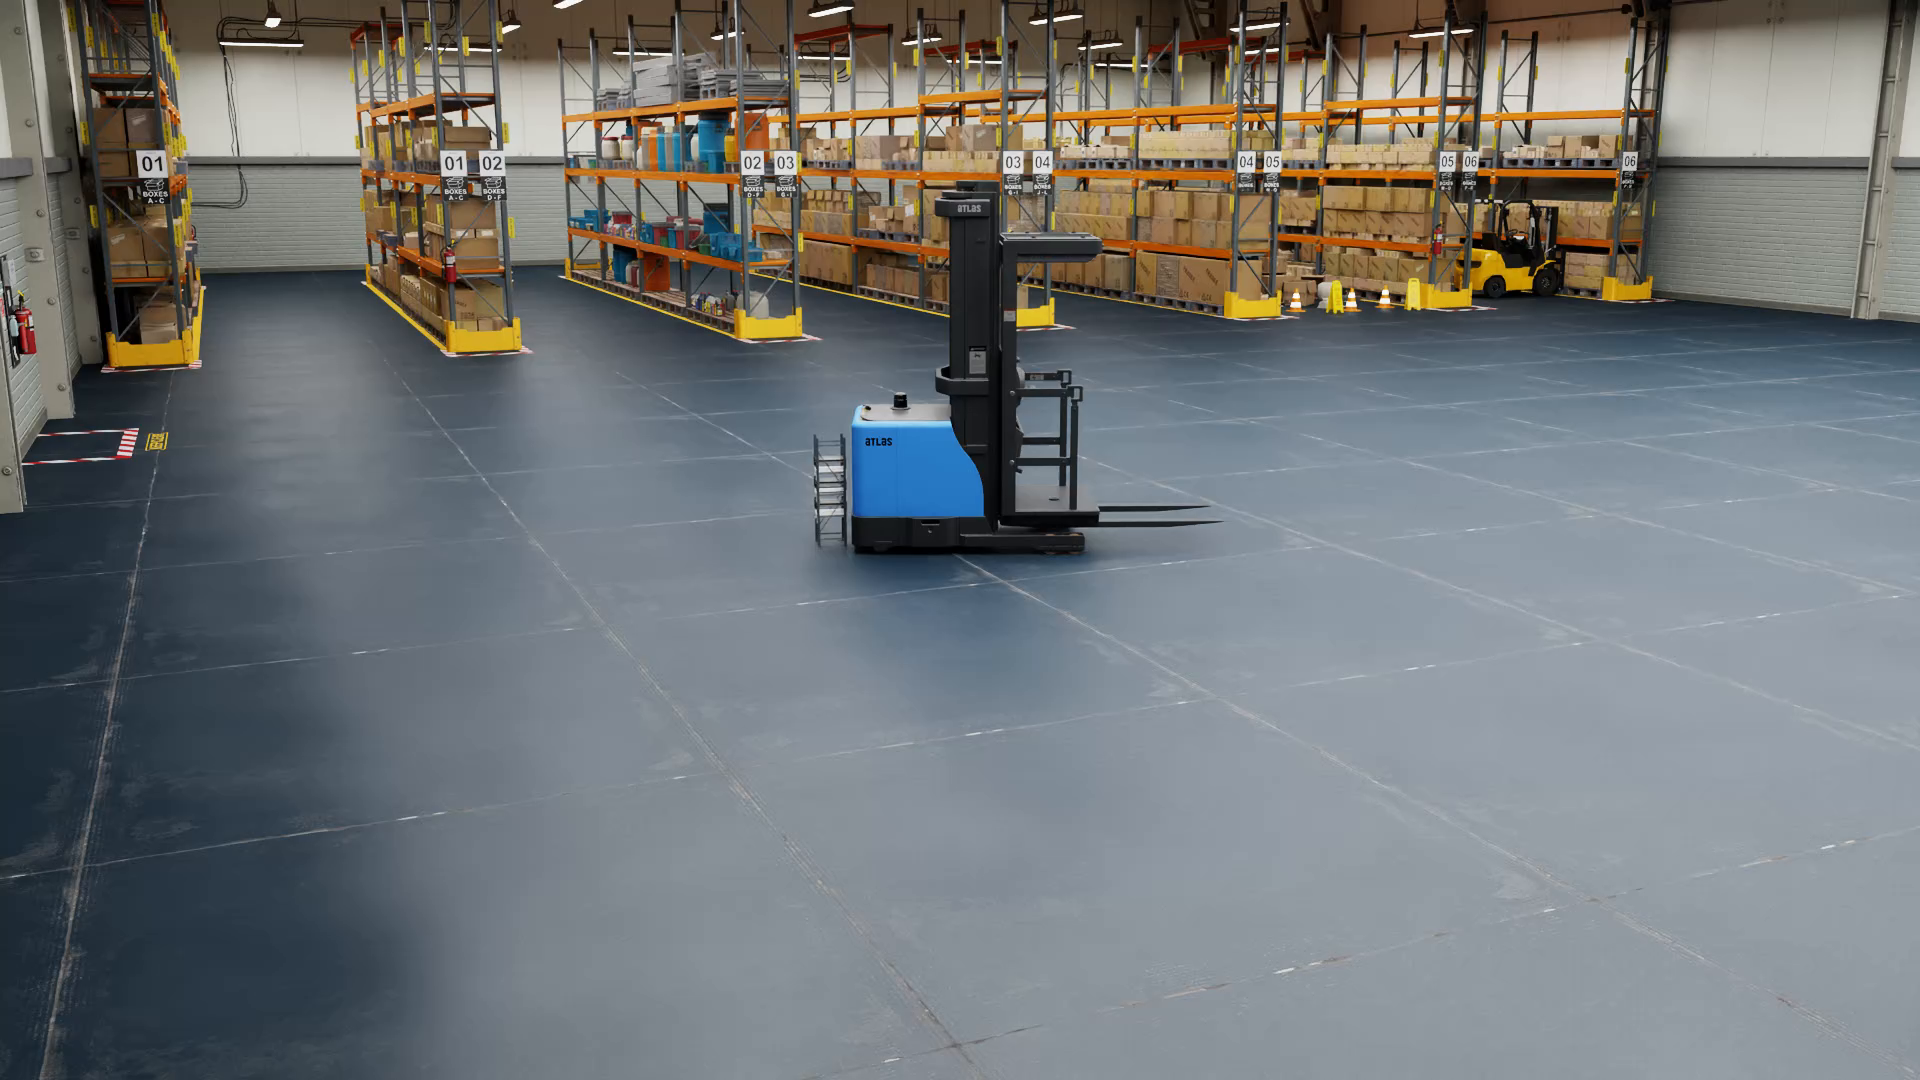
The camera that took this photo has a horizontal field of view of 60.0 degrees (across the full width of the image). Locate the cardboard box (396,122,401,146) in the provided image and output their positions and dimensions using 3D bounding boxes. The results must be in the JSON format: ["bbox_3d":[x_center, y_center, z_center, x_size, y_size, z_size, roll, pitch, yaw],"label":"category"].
[{"bbox_3d":[-11.430,-8.447,34.625,0.500,0.500,0.500,-6,14,-23],"label":"cardboard box"}]

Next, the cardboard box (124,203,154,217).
[{"bbox_3d":[-16.013,-6.445,32.475,0.500,0.250,0.500,-5,14,-21],"label":"cardboard box"}]

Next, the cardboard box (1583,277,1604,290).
[{"bbox_3d":[14.376,-5.773,37.328,0.500,0.250,0.500,-6,14,-23],"label":"cardboard box"}]

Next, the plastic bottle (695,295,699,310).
[{"bbox_3d":[-5.033,-4.592,32.123,0.152,0.276,0.135,-5,14,-21],"label":"plastic bottle"}]

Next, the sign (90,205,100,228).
[{"bbox_3d":[-12.906,-4.825,24.797,0.100,0.325,0.005,-6,14,-23],"label":"sign"}]

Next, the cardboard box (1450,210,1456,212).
[{"bbox_3d":[12.408,-8.127,41.554,0.500,0.250,0.500,-5,14,-22],"label":"cardboard box"}]

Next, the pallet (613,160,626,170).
[{"bbox_3d":[-7.258,-8.509,37.750,1.003,0.211,1.213,-6,14,-23],"label":"pallet"}]

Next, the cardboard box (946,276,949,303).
[{"bbox_3d":[-0.016,-5.105,33.885,0.500,0.500,0.500,-1,13,-5],"label":"cardboard box"}]

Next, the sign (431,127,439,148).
[{"bbox_3d":[-8.355,-6.409,26.470,0.100,0.325,0.005,-6,14,-23],"label":"sign"}]

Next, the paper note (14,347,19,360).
[{"bbox_3d":[-10.096,-1.994,17.787,0.016,0.148,0.142,-6,14,-23],"label":"paper note"}]

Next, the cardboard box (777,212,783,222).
[{"bbox_3d":[-4.412,-8.326,42.865,0.500,0.250,0.500,-5,14,-22],"label":"cardboard box"}]

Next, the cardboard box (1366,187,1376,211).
[{"bbox_3d":[9.335,-7.474,36.411,0.700,0.500,0.500,-6,14,-23],"label":"cardboard box"}]

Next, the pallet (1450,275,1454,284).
[{"bbox_3d":[12.920,-6.456,41.297,1.003,0.211,1.213,-6,14,-23],"label":"pallet"}]

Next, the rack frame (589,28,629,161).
[{"bbox_3d":[-8.119,-10.450,39.064,1.000,3.000,0.127,-6,14,-23],"label":"rack frame"}]

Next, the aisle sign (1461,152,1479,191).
[{"bbox_3d":[10.616,-7.672,34.601,0.394,0.787,0.004,-6,14,-23],"label":"aisle sign"}]

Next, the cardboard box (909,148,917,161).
[{"bbox_3d":[-0.844,-8.107,34.961,0.396,0.266,0.258,-5,14,-21],"label":"cardboard box"}]

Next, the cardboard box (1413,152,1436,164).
[{"bbox_3d":[9.855,-8.005,34.825,0.500,0.250,0.500,-6,14,-24],"label":"cardboard box"}]

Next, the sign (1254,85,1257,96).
[{"bbox_3d":[8.961,-13.646,50.450,0.100,0.325,0.005,-6,14,-23],"label":"sign"}]

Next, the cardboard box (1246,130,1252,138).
[{"bbox_3d":[5.870,-8.053,32.994,0.380,0.149,0.250,-6,14,-23],"label":"cardboard box"}]

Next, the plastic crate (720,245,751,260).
[{"bbox_3d":[-4.041,-5.187,29.957,0.499,0.251,0.408,-6,14,-23],"label":"plastic crate"}]

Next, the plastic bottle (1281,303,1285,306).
[{"bbox_3d":[6.783,-5.038,35.502,0.133,0.061,0.283,-12,18,-42],"label":"plastic bottle"}]

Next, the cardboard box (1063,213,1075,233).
[{"bbox_3d":[2.746,-7.402,38.978,0.500,0.500,0.500,-6,14,-24],"label":"cardboard box"}]

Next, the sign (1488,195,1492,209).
[{"bbox_3d":[12.758,-8.140,39.998,0.100,0.325,0.005,-6,14,-23],"label":"sign"}]

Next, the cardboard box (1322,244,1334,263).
[{"bbox_3d":[10.452,-7.973,46.277,0.500,0.500,0.500,-6,14,-25],"label":"cardboard box"}]

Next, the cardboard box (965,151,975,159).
[{"bbox_3d":[0.315,-7.376,31.885,0.380,0.149,0.250,-6,15,-26],"label":"cardboard box"}]

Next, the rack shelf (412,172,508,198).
[{"bbox_3d":[-8.653,-6.125,28.627,1.077,0.370,4.000,-6,14,-23],"label":"rack shelf"}]

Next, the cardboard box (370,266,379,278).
[{"bbox_3d":[-14.103,-6.540,40.599,0.500,0.250,0.500,-6,14,-23],"label":"cardboard box"}]

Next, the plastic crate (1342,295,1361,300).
[{"bbox_3d":[8.582,-5.396,37.007,0.402,0.080,0.583,-12,18,-42],"label":"plastic crate"}]

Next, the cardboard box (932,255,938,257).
[{"bbox_3d":[-0.565,-7.996,46.495,0.380,0.149,0.250,-6,14,-23],"label":"cardboard box"}]

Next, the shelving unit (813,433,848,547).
[{"bbox_3d":[-1.064,-0.409,13.640,0.258,0.900,0.210,-2,13,-10],"label":"shelving unit"}]

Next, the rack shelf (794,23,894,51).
[{"bbox_3d":[-2.779,-11.753,38.918,1.077,0.370,4.000,-6,14,-23],"label":"rack shelf"}]

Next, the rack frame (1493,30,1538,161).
[{"bbox_3d":[13.251,-10.589,39.663,1.000,3.000,0.127,-6,14,-23],"label":"rack frame"}]

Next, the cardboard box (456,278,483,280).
[{"bbox_3d":[-8.878,-4.478,30.068,0.500,0.500,0.500,-6,14,-23],"label":"cardboard box"}]

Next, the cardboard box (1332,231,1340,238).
[{"bbox_3d":[8.685,-6.953,37.816,0.380,0.149,0.250,-5,14,-21],"label":"cardboard box"}]

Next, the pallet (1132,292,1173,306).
[{"bbox_3d":[4.442,-5.226,35.982,1.003,0.211,1.213,-6,14,-23],"label":"pallet"}]

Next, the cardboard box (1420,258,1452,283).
[{"bbox_3d":[10.227,-5.817,35.856,0.500,0.500,0.500,-6,14,-25],"label":"cardboard box"}]

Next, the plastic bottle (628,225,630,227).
[{"bbox_3d":[-7.469,-6.976,37.619,0.061,0.283,0.133,-6,14,-23],"label":"plastic bottle"}]

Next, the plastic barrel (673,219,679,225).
[{"bbox_3d":[-5.909,-6.562,35.322,0.421,0.512,0.421,0,13,0],"label":"plastic barrel"}]

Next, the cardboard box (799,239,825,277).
[{"bbox_3d":[-3.306,-7.014,41.302,1.225,0.875,0.875,-6,14,-23],"label":"cardboard box"}]

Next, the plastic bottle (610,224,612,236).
[{"bbox_3d":[-8.114,-7.232,38.752,0.097,0.271,0.097,0,13,0],"label":"plastic bottle"}]

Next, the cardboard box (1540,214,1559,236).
[{"bbox_3d":[13.799,-7.283,38.463,0.500,0.500,0.500,-6,14,-23],"label":"cardboard box"}]

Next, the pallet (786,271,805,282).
[{"bbox_3d":[-3.813,-6.780,42.697,1.003,0.211,1.213,-6,14,-23],"label":"pallet"}]

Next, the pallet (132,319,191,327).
[{"bbox_3d":[-14.305,-3.782,29.741,1.003,0.211,1.213,-6,14,-23],"label":"pallet"}]

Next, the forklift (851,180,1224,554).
[{"bbox_3d":[0.629,-1.431,13.554,3.031,2.935,1.130,0,13,-1],"label":"forklift"}]

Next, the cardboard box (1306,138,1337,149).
[{"bbox_3d":[8.355,-9.161,38.442,0.500,0.250,0.500,-5,14,-22],"label":"cardboard box"}]

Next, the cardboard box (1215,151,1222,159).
[{"bbox_3d":[5.268,-7.605,32.828,0.380,0.149,0.250,-5,14,-22],"label":"cardboard box"}]

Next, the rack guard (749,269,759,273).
[{"bbox_3d":[-5.192,-7.588,45.547,1.175,0.500,0.348,-6,14,-23],"label":"rack guard"}]

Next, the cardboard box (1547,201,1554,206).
[{"bbox_3d":[13.812,-7.774,38.487,0.380,0.149,0.250,-6,14,-23],"label":"cardboard box"}]

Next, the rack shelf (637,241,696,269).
[{"bbox_3d":[-5.715,-5.937,34.465,1.077,0.370,4.000,-6,14,-23],"label":"rack shelf"}]

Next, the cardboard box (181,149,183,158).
[{"bbox_3d":[-17.422,-8.547,36.674,0.500,0.250,0.500,-6,14,-24],"label":"cardboard box"}]

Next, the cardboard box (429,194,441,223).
[{"bbox_3d":[-9.067,-5.913,29.667,0.700,0.500,0.500,-6,14,-23],"label":"cardboard box"}]

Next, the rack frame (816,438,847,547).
[{"bbox_3d":[-1.046,-0.386,13.542,0.240,0.900,0.006,-2,13,-10],"label":"rack frame"}]

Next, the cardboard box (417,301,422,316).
[{"bbox_3d":[-9.886,-4.352,31.189,0.500,0.250,0.500,-6,14,-24],"label":"cardboard box"}]

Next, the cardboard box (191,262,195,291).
[{"bbox_3d":[-16.817,-5.667,35.539,0.750,0.750,0.750,-5,14,-22],"label":"cardboard box"}]

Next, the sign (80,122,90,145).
[{"bbox_3d":[-12.906,-6.000,24.525,0.100,0.325,0.005,-6,14,-23],"label":"sign"}]

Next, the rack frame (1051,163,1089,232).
[{"bbox_3d":[2.607,-7.575,39.948,1.000,3.000,0.127,-6,14,-23],"label":"rack frame"}]
